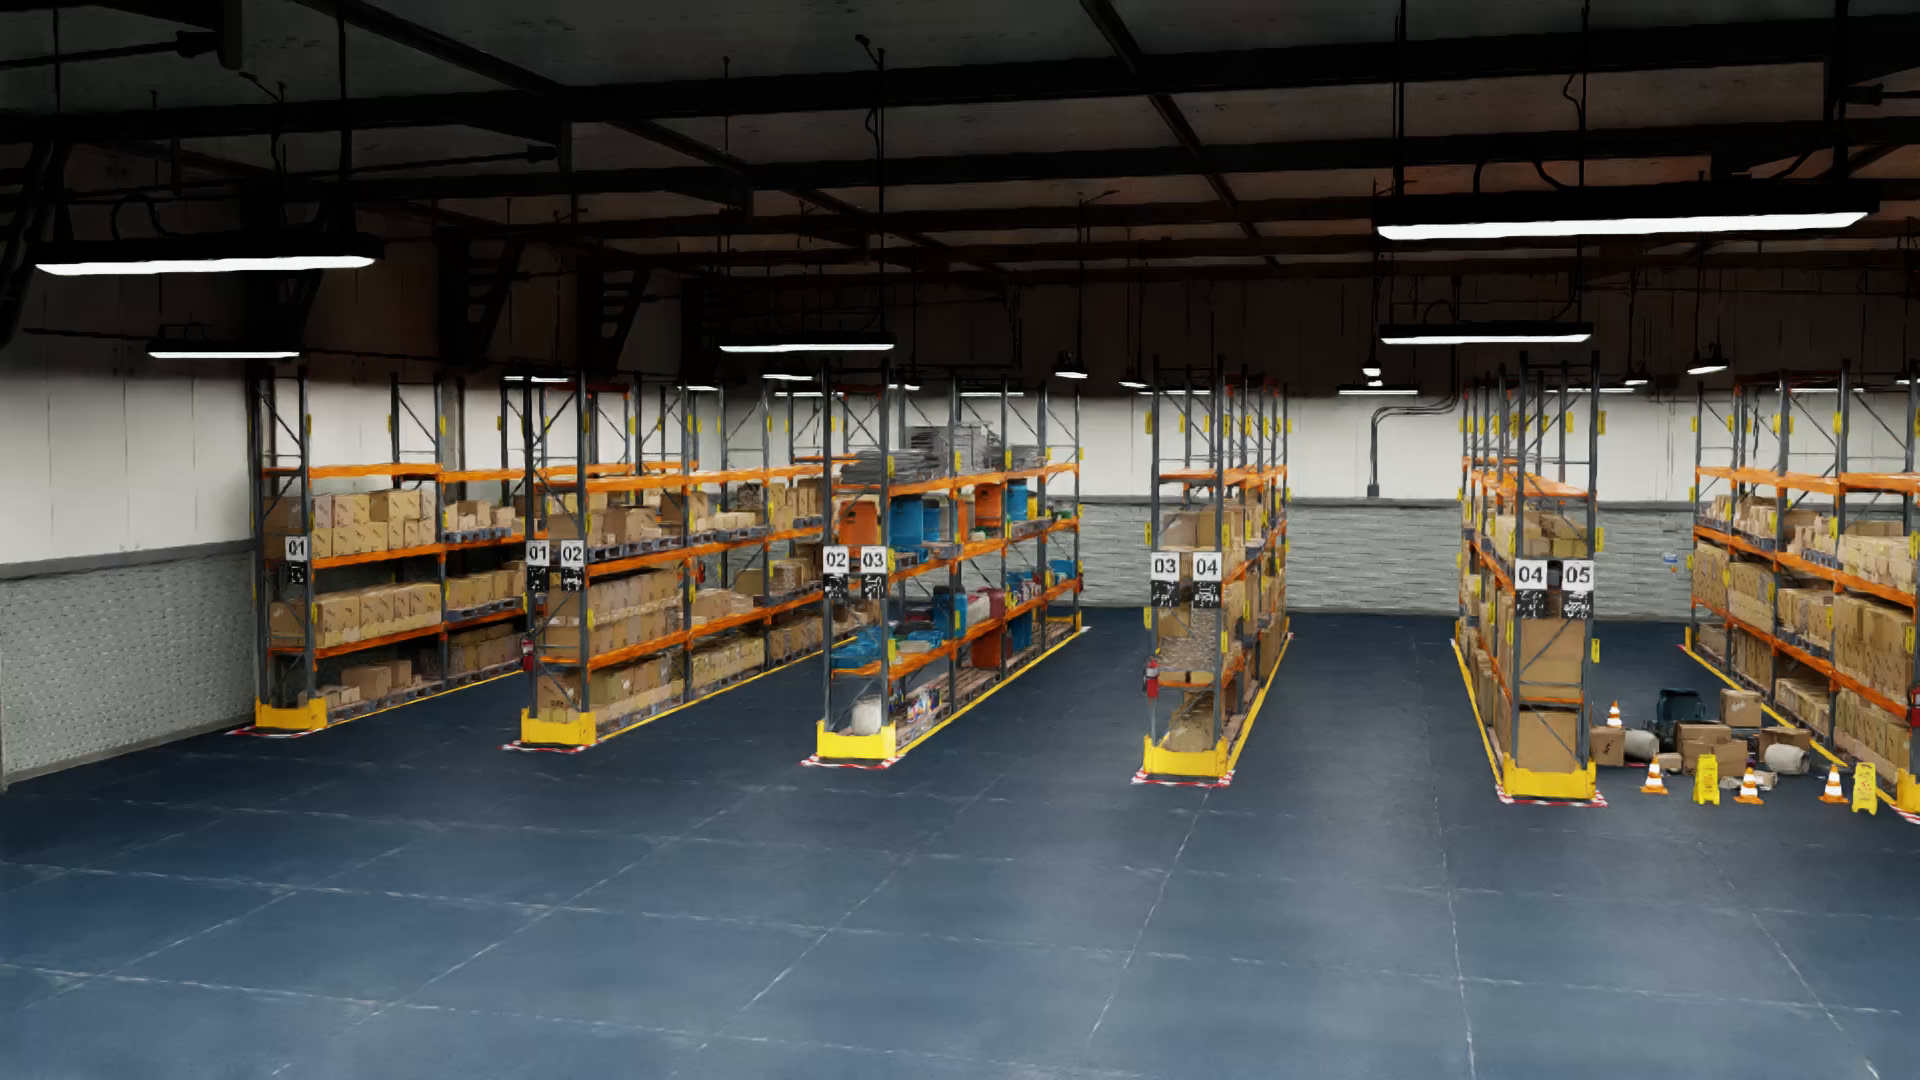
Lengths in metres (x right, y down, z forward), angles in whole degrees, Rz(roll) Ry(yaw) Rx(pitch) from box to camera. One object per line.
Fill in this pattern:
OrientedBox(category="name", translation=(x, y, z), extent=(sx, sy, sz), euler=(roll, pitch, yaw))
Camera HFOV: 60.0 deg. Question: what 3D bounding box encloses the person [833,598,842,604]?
OrientedBox(category="person", translation=(-3.317, 1.061, 45.175), extent=(0.532, 1.664, 0.532), euler=(-2, 4, -21))
